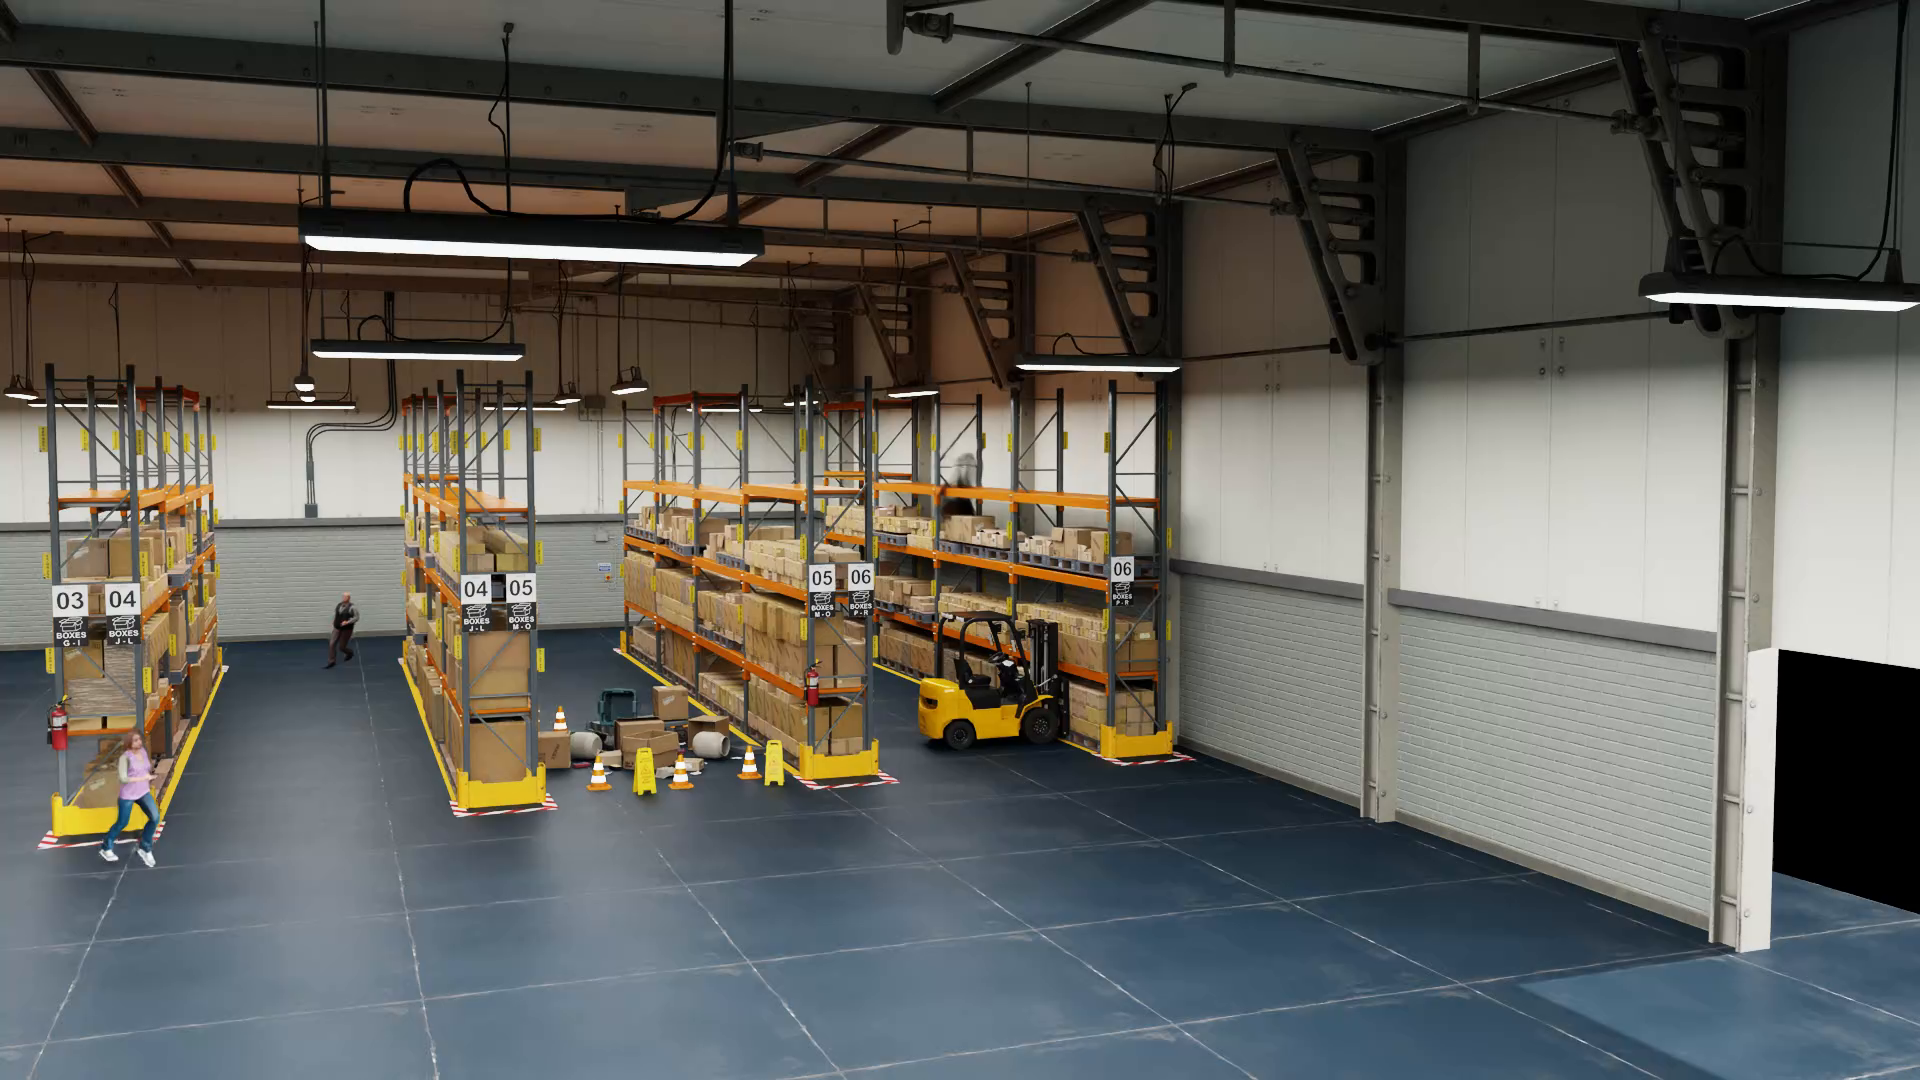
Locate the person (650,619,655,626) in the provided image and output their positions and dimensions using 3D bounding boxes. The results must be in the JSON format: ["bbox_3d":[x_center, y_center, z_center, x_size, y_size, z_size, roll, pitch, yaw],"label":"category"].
[{"bbox_3d":[-7.450,1.766,41.190,0.573,1.678,0.703,1,3,15],"label":"person"}]

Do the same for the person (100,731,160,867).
[{"bbox_3d":[-9.780,3.053,19.677,0.829,1.618,0.549,1,4,23],"label":"person"}]

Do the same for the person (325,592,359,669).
[{"bbox_3d":[-13.731,2.005,37.155,0.697,1.695,0.819,1,3,13],"label":"person"}]
